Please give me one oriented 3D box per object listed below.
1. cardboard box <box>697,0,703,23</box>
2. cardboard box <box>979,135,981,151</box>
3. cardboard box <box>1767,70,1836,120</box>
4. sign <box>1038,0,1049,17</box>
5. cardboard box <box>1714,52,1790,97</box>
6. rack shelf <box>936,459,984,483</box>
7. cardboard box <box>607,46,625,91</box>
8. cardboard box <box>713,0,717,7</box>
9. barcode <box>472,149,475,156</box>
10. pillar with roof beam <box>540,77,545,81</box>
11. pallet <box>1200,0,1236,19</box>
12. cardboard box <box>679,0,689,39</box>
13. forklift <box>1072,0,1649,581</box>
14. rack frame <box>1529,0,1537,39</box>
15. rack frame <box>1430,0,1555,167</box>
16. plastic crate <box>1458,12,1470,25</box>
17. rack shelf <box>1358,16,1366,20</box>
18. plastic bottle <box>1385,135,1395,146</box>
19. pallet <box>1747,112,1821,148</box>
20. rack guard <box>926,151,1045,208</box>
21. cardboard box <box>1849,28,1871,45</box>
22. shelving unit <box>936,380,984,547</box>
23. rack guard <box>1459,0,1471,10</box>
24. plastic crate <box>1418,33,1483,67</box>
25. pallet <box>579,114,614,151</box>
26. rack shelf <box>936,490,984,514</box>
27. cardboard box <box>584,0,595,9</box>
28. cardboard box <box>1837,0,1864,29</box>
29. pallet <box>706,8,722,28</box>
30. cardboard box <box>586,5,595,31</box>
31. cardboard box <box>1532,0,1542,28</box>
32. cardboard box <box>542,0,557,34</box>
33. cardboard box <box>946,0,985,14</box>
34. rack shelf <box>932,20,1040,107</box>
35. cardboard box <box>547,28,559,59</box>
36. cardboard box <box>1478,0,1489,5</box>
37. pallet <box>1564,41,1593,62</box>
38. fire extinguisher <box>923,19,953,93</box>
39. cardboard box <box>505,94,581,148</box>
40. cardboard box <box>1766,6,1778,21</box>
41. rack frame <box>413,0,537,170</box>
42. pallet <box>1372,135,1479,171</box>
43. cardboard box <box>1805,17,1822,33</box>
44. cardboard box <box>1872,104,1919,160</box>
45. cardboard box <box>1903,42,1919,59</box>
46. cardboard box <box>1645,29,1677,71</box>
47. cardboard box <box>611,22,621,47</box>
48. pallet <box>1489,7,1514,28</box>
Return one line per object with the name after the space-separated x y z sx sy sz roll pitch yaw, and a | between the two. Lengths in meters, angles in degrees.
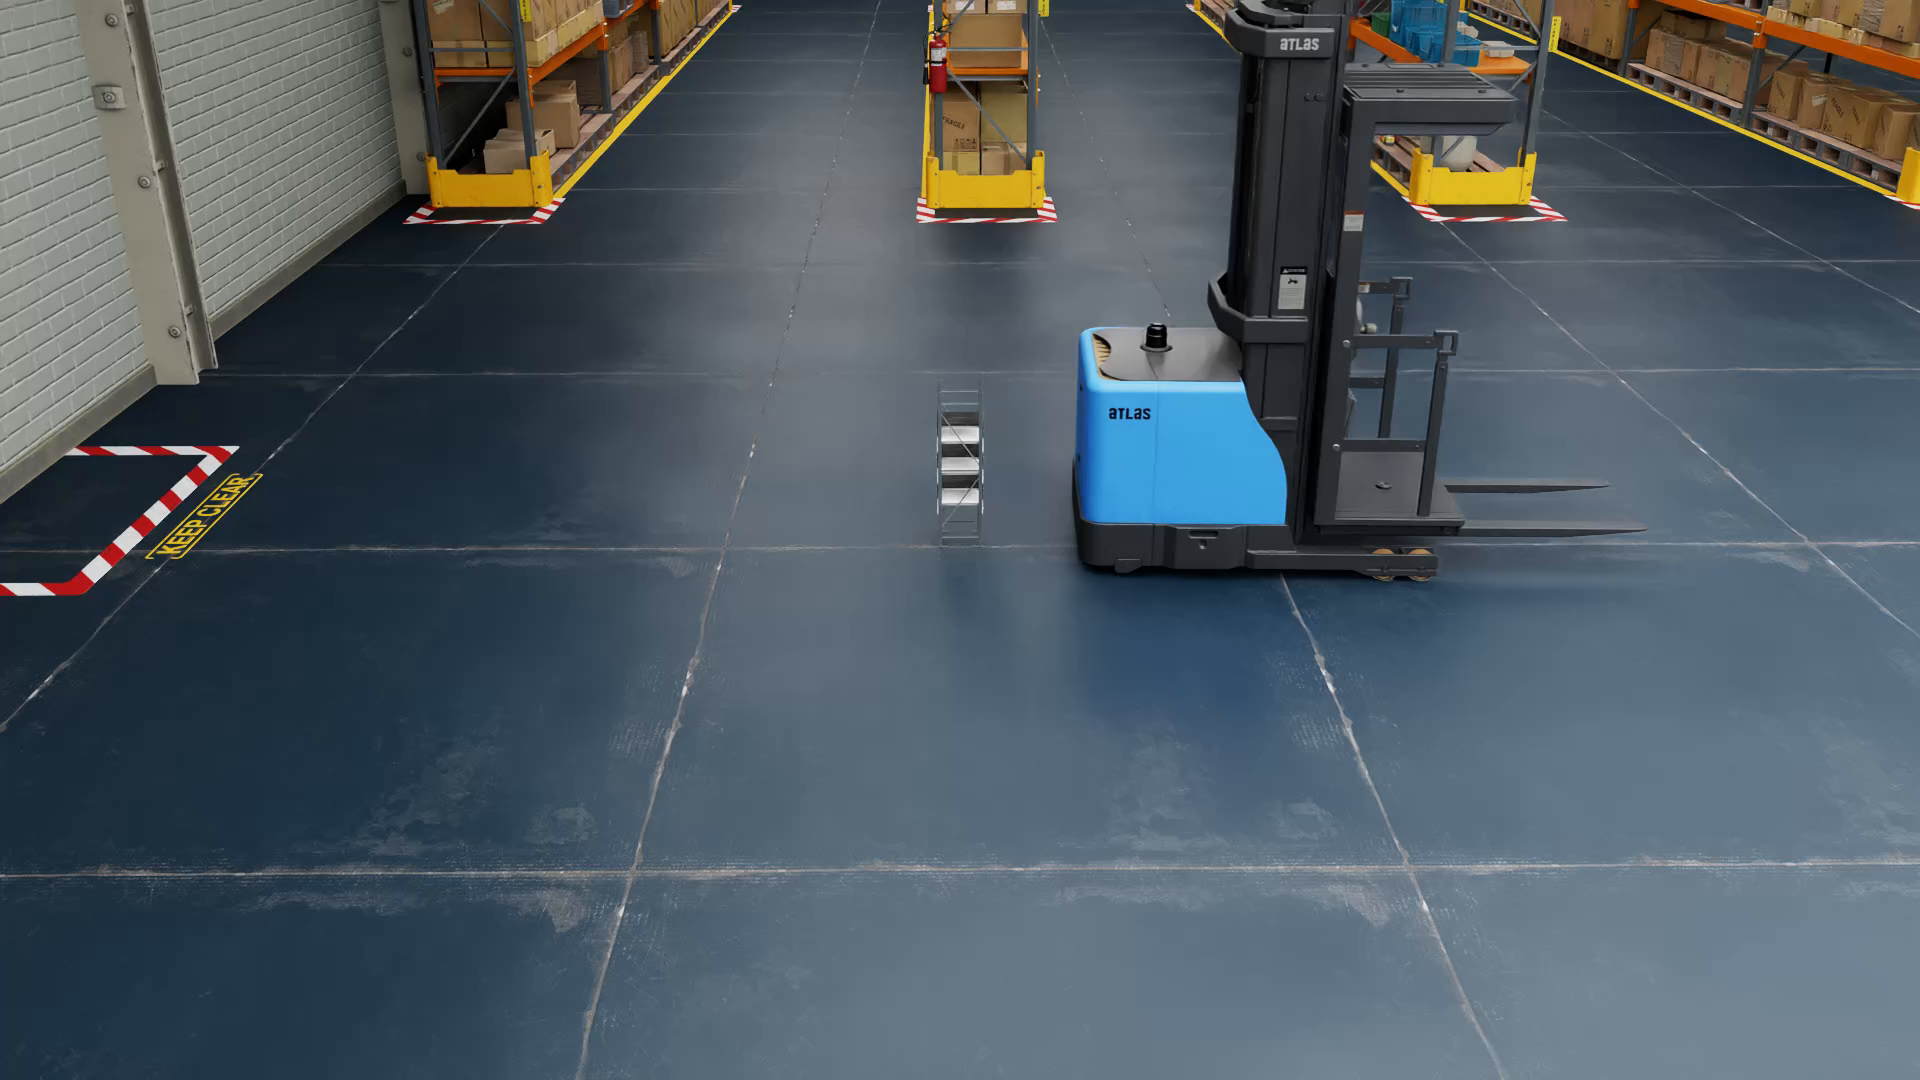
-4.742 -9.034 28.107 0.700 0.500 0.500 0 24 0 | cardboard box
0.455 -4.118 17.543 0.500 0.250 0.500 0 24 -1 | cardboard box
10.074 -5.330 19.919 0.500 0.500 0.500 -1 24 -2 | cardboard box
0.803 -5.182 15.921 0.100 0.325 0.005 0 24 -1 | sign
10.138 -5.954 21.274 0.700 0.500 0.500 0 24 -1 | cardboard box
0.000 -0.383 9.086 0.258 0.077 0.200 0 24 -1 | rack shelf
-4.795 -6.164 21.738 0.700 0.500 0.500 0 24 0 | cardboard box
-4.767 -9.879 29.977 0.700 0.500 0.500 0 24 -1 | cardboard box
-5.023 -3.999 17.169 0.001 0.075 0.075 0 24 -1 | barcode
-1.339 -10.238 20.966 9.100 9.000 0.400 0 24 -1 | pillar with roof beam
4.997 -9.755 30.562 1.003 0.211 1.213 0 24 -1 | pallet
-4.687 -8.251 25.952 0.750 0.750 0.750 0 24 1 | cardboard box
2.156 -1.340 8.656 3.031 2.935 1.130 0 24 1 | forklift
10.023 -9.739 27.144 1.000 3.000 0.127 0 24 -1 | rack frame
5.201 -4.772 16.162 1.000 3.000 0.127 0 24 -1 | rack frame
5.441 -5.898 18.831 0.499 0.251 0.616 0 24 -1 | plastic crate
5.135 -6.917 21.777 1.077 0.370 4.000 0 24 -1 | rack shelf
4.743 -4.453 18.317 0.097 0.201 0.097 0 24 0 | plastic bottle
10.153 -4.896 19.819 1.003 0.211 1.213 0 24 -1 | pallet
0.248 -3.603 16.609 1.175 0.500 0.348 0 24 -1 | rack guard
9.823 -5.414 17.886 0.380 0.149 0.250 0 24 -1 | cardboard box
0.000 -0.413 9.072 0.258 0.900 0.210 0 24 -1 | shelving unit
9.979 -10.259 31.326 1.175 0.500 0.348 0 24 -1 | rack guard
4.896 -4.910 16.646 0.499 0.251 0.616 0 24 -1 | plastic crate
-4.706 -4.829 19.671 1.003 0.211 1.213 0 24 -1 | pallet
0.000 -0.219 9.160 0.258 0.077 0.200 0 24 -1 | rack shelf
-4.424 -6.259 18.698 0.500 0.500 0.500 0 24 -1 | cardboard box
10.094 -5.820 17.997 0.875 0.500 0.500 0 24 -1 | cardboard box
-4.783 -9.220 29.379 1.003 0.211 1.213 0 24 -1 | pallet
-4.444 -5.918 18.852 0.500 0.250 0.500 0 24 0 | cardboard box
10.050 -8.699 26.913 1.225 0.875 0.875 0 24 0 | cardboard box
-4.406 -5.412 16.824 0.500 0.500 0.500 0 24 0 | cardboard box
0.053 -5.249 16.308 0.380 0.149 0.250 -1 24 -1 | cardboard box
0.226 -5.248 18.087 1.077 0.370 4.000 0 24 -1 | rack shelf
-4.413 -5.085 17.011 0.500 0.250 0.500 -1 24 -2 | cardboard box
10.066 -10.348 30.558 0.875 0.875 0.875 0 24 -1 | cardboard box
10.123 -7.647 25.902 1.003 0.211 1.213 0 24 -1 | pallet
-0.215 -4.666 16.020 0.296 0.674 0.183 0 24 -1 | fire extinguisher
-4.587 -4.612 18.307 0.700 0.500 0.500 -2 24 -4 | cardboard box
9.812 -6.238 19.708 0.380 0.149 0.250 0 24 -1 | cardboard box
-4.706 -4.728 16.063 1.000 3.000 0.127 0 24 -1 | rack frame
5.139 -4.369 18.654 1.003 0.211 1.213 0 24 -1 | pallet
9.805 -5.826 18.797 0.380 0.149 0.250 0 24 -1 | cardboard box
10.123 -4.351 17.753 0.500 0.500 0.500 6 25 13 | cardboard box
9.888 -5.002 16.976 0.380 0.149 0.250 0 24 -1 | cardboard box
10.094 -6.877 23.314 0.700 0.500 0.500 -2 24 -3 | cardboard box
-4.779 -6.684 21.978 0.500 0.250 0.500 0 24 -1 | cardboard box
10.076 -9.286 29.527 1.003 0.211 1.213 0 24 -1 | pallet
